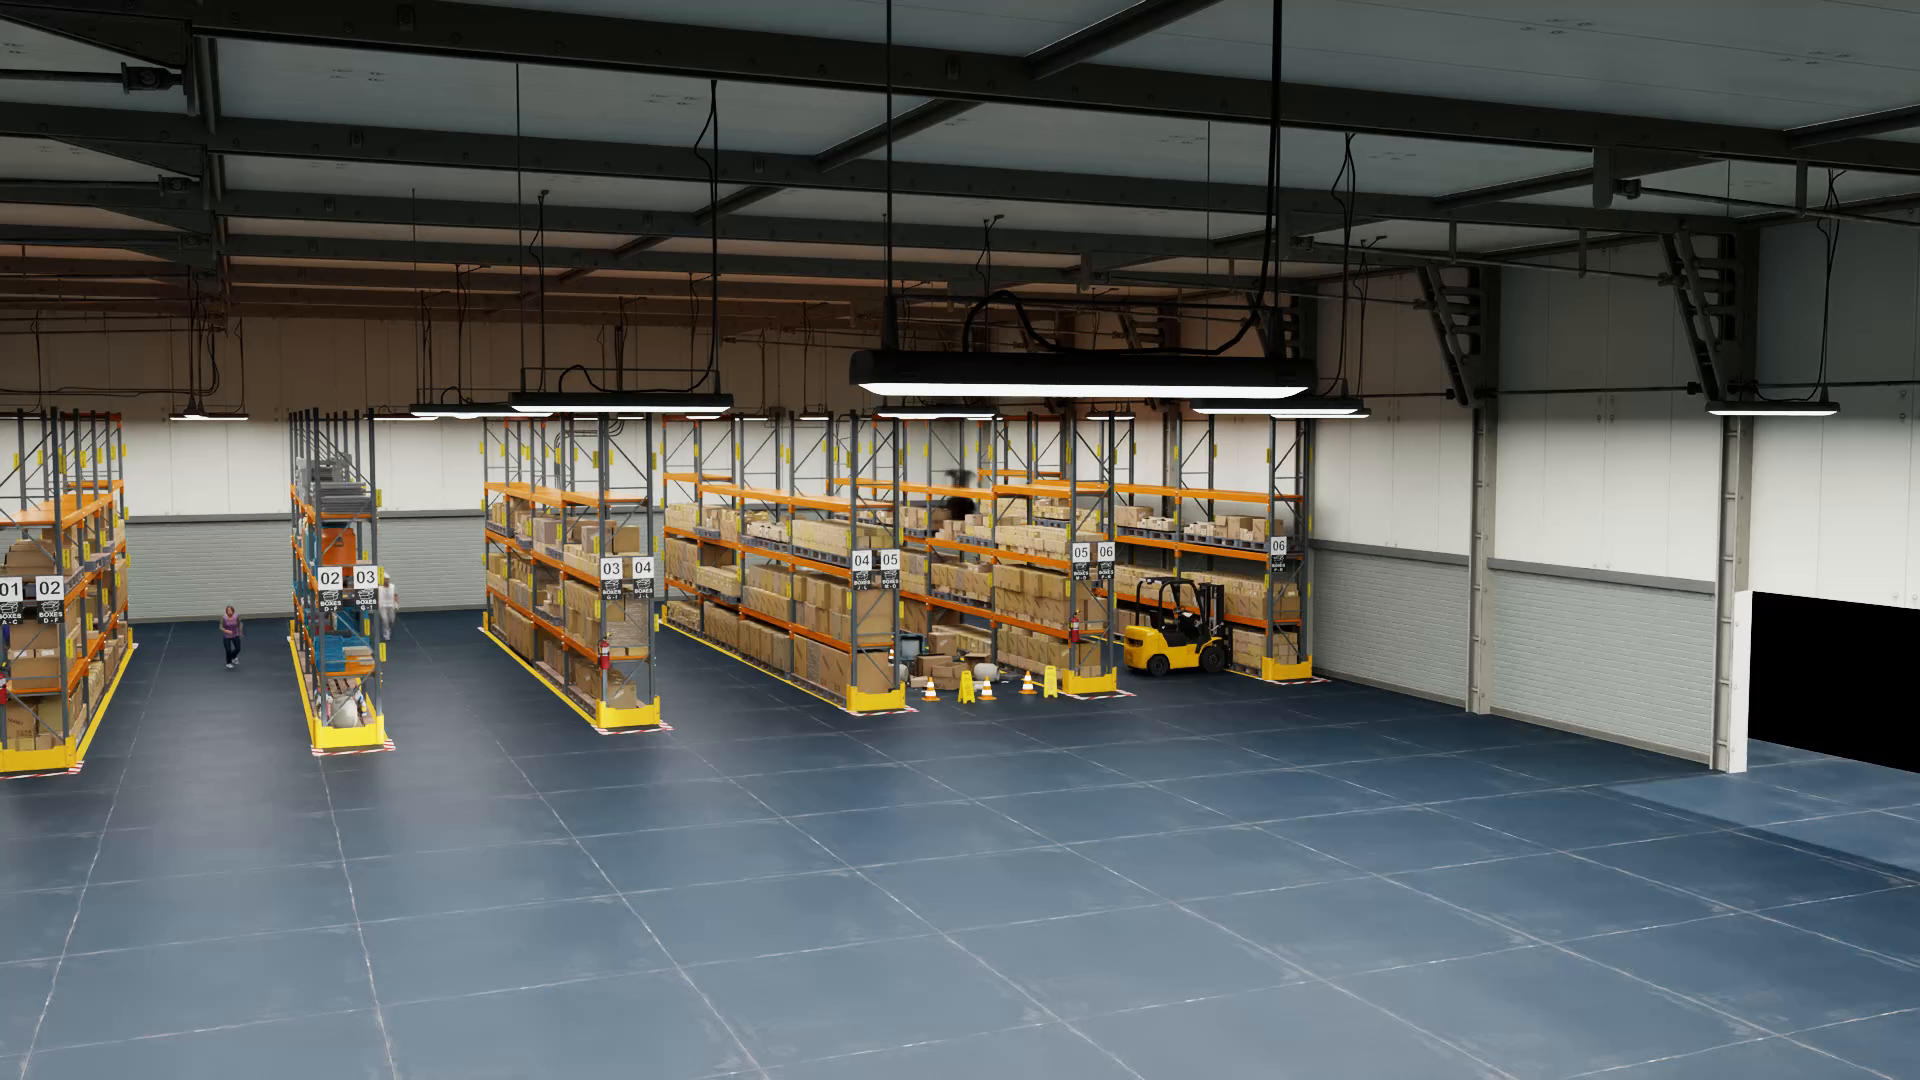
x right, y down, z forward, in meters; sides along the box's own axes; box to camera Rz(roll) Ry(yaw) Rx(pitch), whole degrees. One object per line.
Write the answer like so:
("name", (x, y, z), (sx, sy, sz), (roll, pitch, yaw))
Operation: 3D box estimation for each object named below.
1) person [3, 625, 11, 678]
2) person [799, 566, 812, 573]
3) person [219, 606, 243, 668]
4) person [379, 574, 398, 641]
("person", (-21.006, 2.396, 36.876), (0.602, 1.493, 0.837), (-4, 5, -43))
("person", (-4.753, 1.249, 51.318), (0.852, 1.827, 0.690), (-3, 5, -36))
("person", (-17.040, 2.262, 38.878), (0.529, 1.491, 0.699), (-3, 5, -35))
("person", (-15.221, 1.766, 44.009), (0.697, 1.750, 0.682), (-3, 5, -35))
